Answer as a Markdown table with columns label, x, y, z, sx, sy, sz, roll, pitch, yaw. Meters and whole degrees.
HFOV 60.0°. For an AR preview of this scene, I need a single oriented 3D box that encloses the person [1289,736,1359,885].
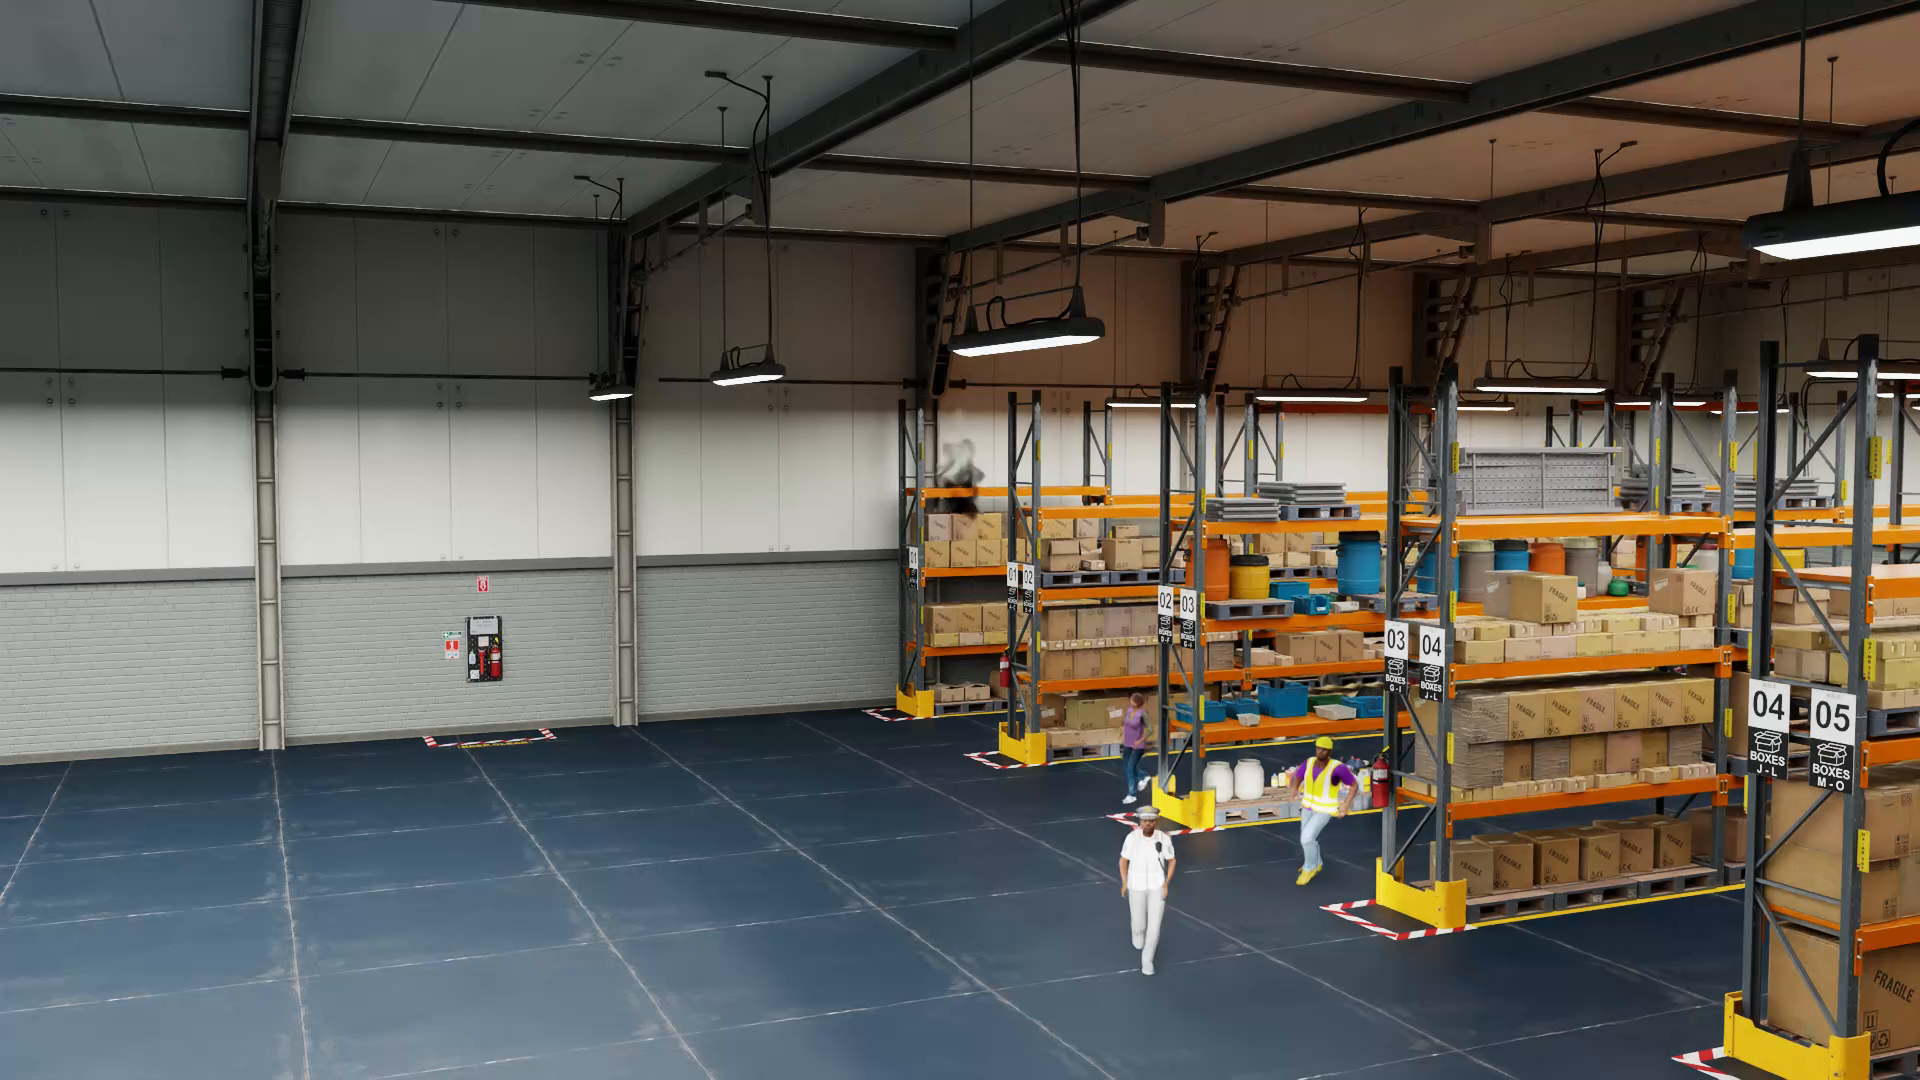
| label | x | y | z | sx | sy | sz | roll | pitch | yaw |
| --- | --- | --- | --- | --- | --- | --- | --- | --- | --- |
| person | 4.202 | 3.167 | 19.464 | 0.666 | 1.766 | 0.764 | -3 | 4 | -40 |

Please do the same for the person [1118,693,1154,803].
| label | x | y | z | sx | sy | sz | roll | pitch | yaw |
| --- | --- | --- | --- | --- | --- | --- | --- | --- | --- |
| person | 2.571 | 2.992 | 24.013 | 0.603 | 1.595 | 0.549 | -3 | 4 | -37 |

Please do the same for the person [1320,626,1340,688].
| label | x | y | z | sx | sy | sz | roll | pitch | yaw |
| --- | --- | --- | --- | --- | --- | --- | --- | --- | --- |
| person | 7.174 | 2.473 | 31.788 | 0.730 | 1.729 | 0.630 | -1 | 3 | -14 |

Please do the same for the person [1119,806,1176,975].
| label | x | y | z | sx | sy | sz | roll | pitch | yaw |
| --- | --- | --- | --- | --- | --- | --- | --- | --- | --- |
| person | 1.848 | 3.394 | 16.370 | 0.557 | 1.651 | 0.586 | 0 | 3 | 6 |
